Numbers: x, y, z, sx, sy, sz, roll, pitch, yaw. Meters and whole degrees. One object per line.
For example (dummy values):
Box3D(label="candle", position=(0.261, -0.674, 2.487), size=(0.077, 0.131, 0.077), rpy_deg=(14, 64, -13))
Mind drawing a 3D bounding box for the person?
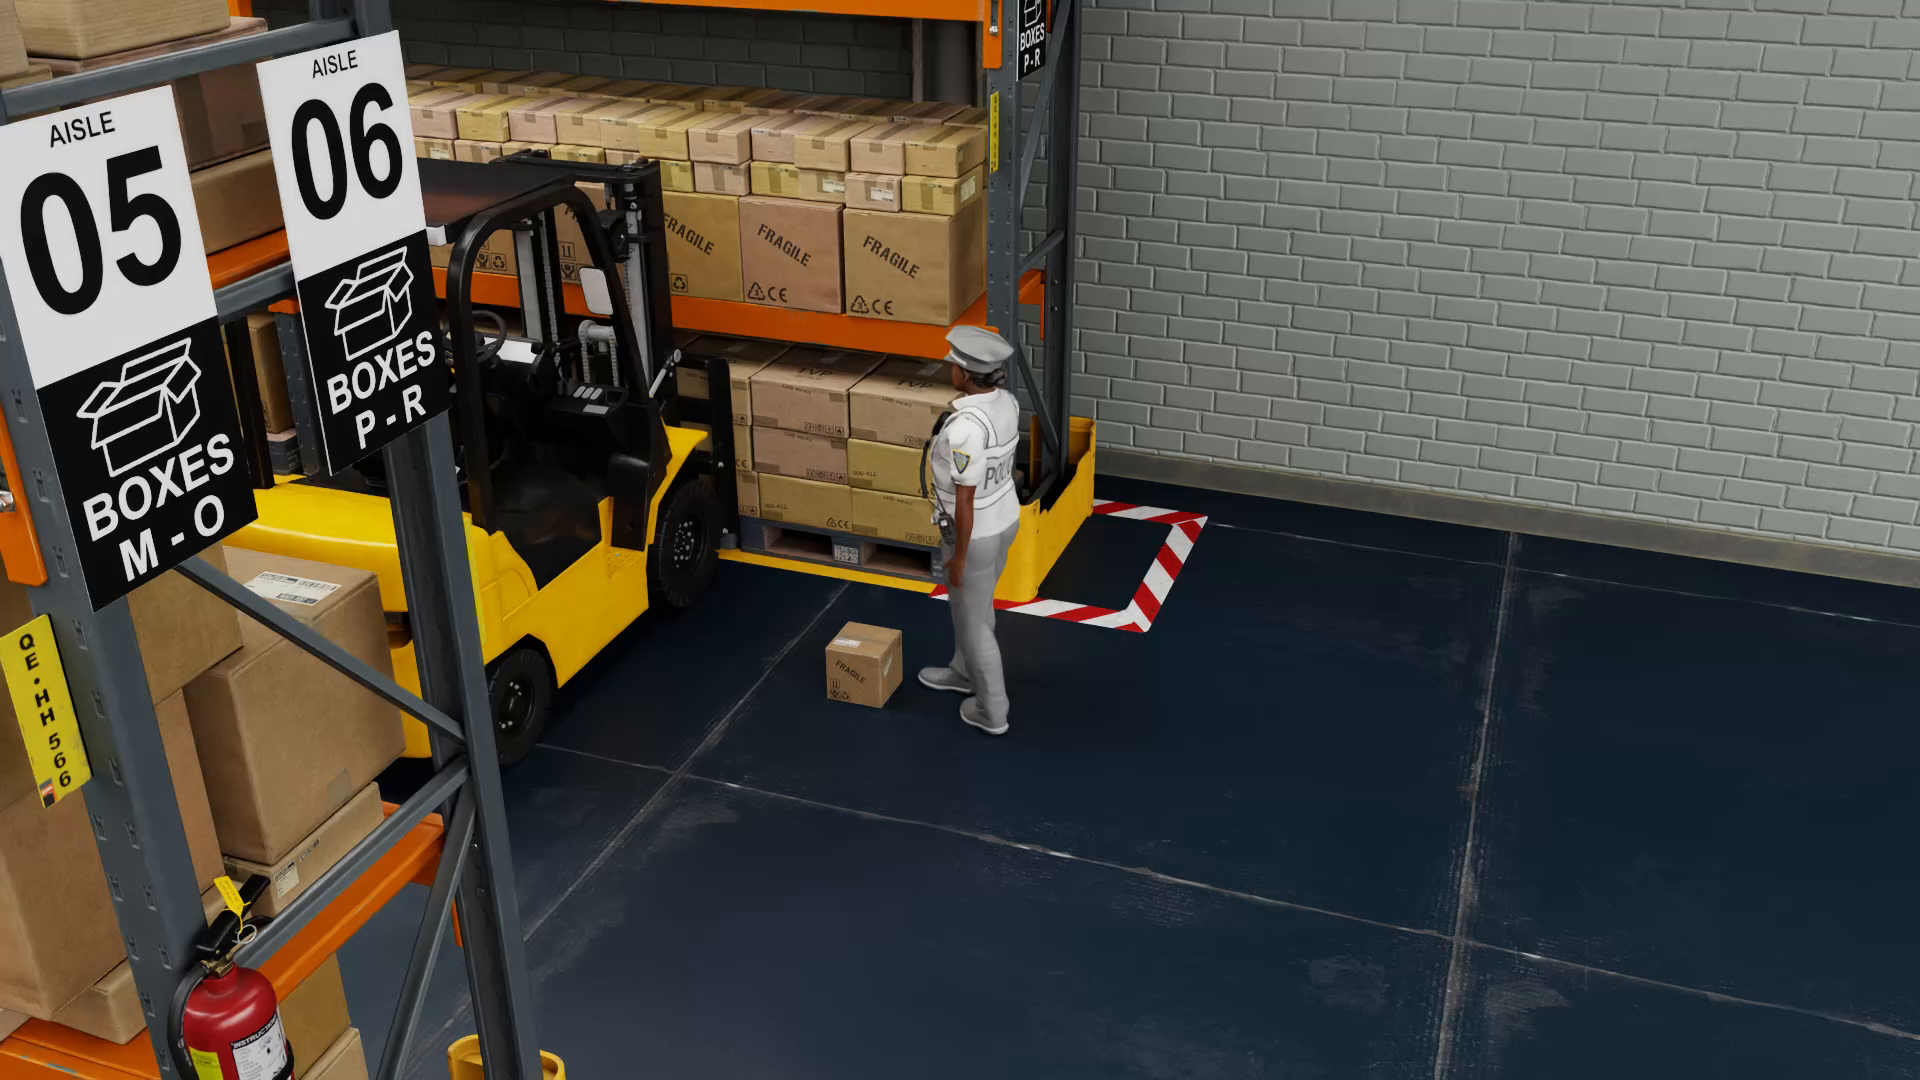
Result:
Box3D(label="person", position=(0.016, -0.048, 6.689), size=(0.538, 1.688, 0.455), rpy_deg=(13, 29, 25))
